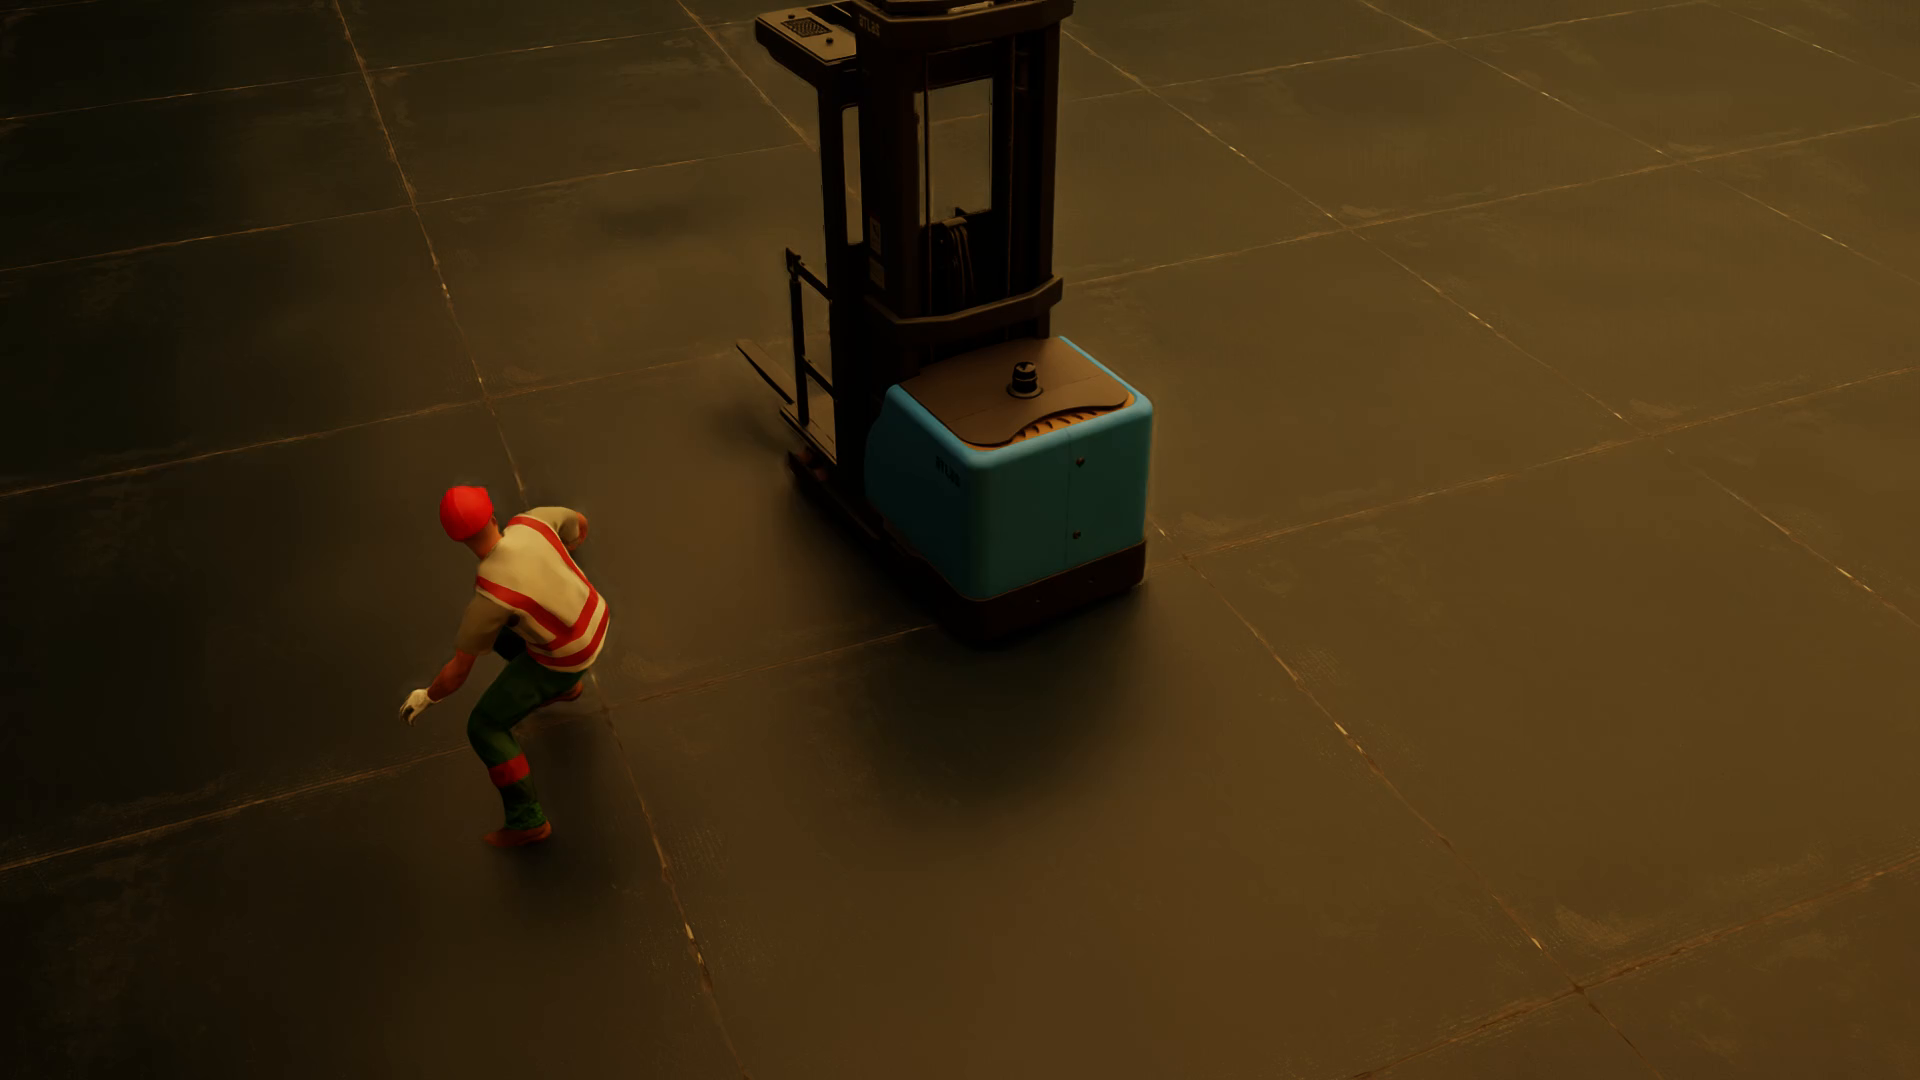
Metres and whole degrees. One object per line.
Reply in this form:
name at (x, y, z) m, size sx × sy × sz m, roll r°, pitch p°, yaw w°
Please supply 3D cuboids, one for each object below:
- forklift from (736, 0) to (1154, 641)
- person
forklift at (-0.272, -1.544, 8.270) m, size 1.130 × 2.935 × 3.031 m, roll -19°, pitch 40°, yaw -25°
person at (-1.830, 0.423, 6.777) m, size 0.707 × 1.544 × 0.887 m, roll 6°, pitch 36°, yaw 9°
